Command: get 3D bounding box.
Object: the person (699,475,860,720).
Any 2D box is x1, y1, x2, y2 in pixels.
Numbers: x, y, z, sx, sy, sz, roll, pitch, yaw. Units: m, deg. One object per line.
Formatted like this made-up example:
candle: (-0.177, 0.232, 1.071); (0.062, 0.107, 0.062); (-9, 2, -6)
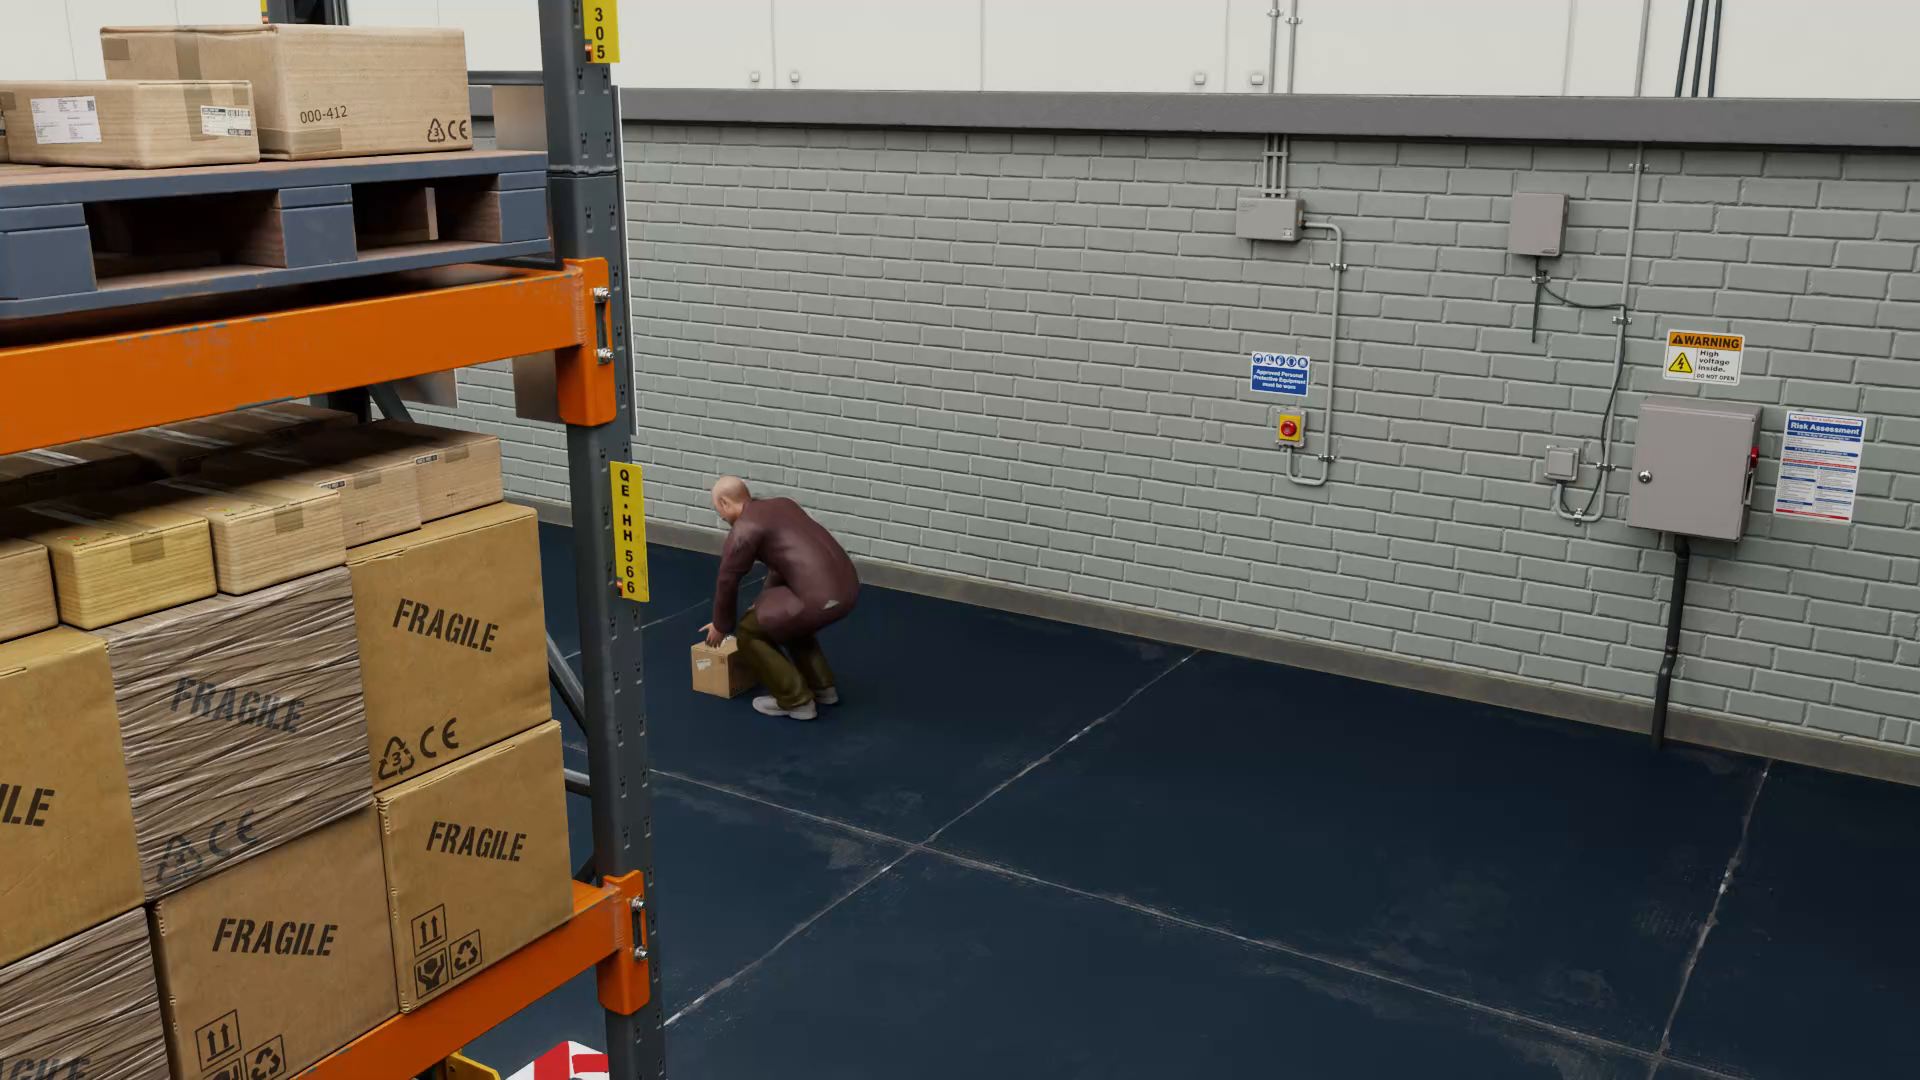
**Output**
person: (-0.913, 0.290, 8.577); (0.816, 1.211, 0.626); (10, 19, 30)
